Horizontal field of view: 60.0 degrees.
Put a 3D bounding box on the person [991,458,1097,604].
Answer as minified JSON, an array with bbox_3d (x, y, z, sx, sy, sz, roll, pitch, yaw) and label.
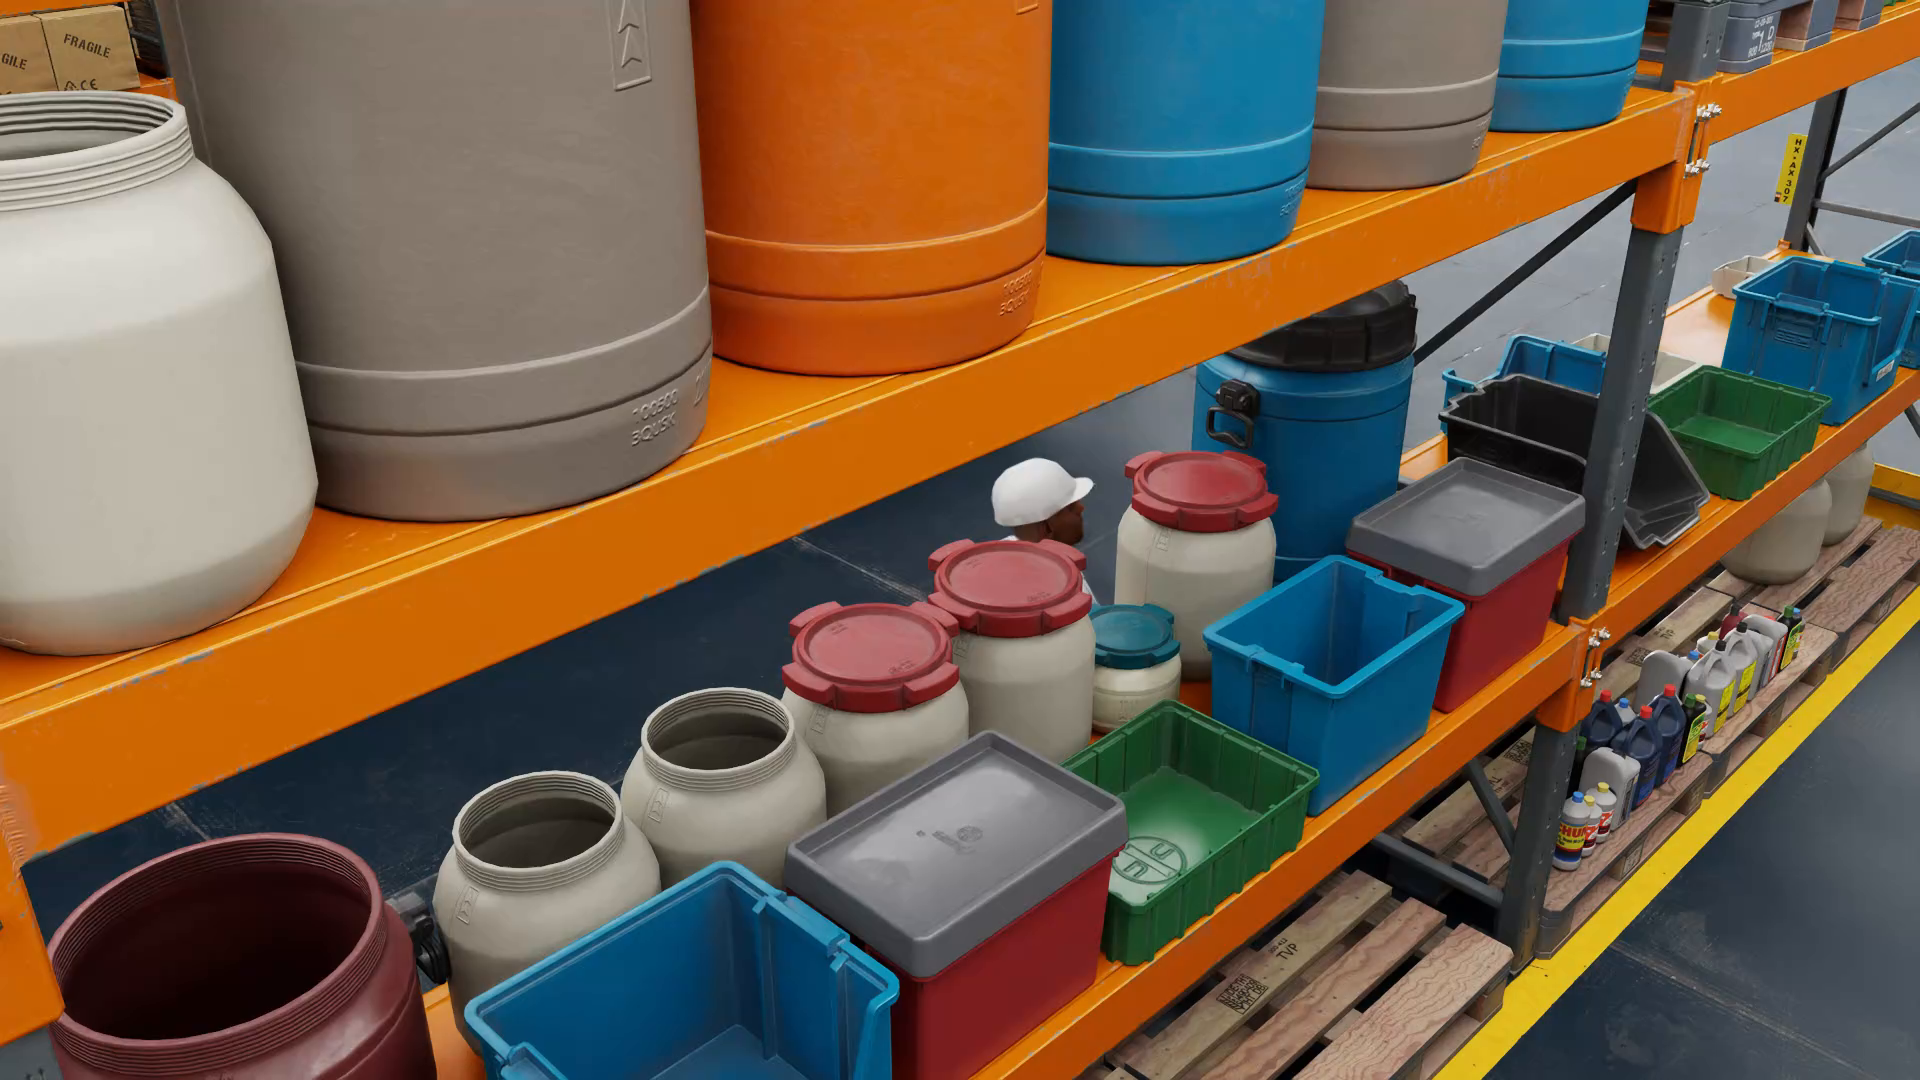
[{"bbox_3d":[0.366,0.579,4.968,0.581,1.772,0.584,-2,28,-4],"label":"person"}]
